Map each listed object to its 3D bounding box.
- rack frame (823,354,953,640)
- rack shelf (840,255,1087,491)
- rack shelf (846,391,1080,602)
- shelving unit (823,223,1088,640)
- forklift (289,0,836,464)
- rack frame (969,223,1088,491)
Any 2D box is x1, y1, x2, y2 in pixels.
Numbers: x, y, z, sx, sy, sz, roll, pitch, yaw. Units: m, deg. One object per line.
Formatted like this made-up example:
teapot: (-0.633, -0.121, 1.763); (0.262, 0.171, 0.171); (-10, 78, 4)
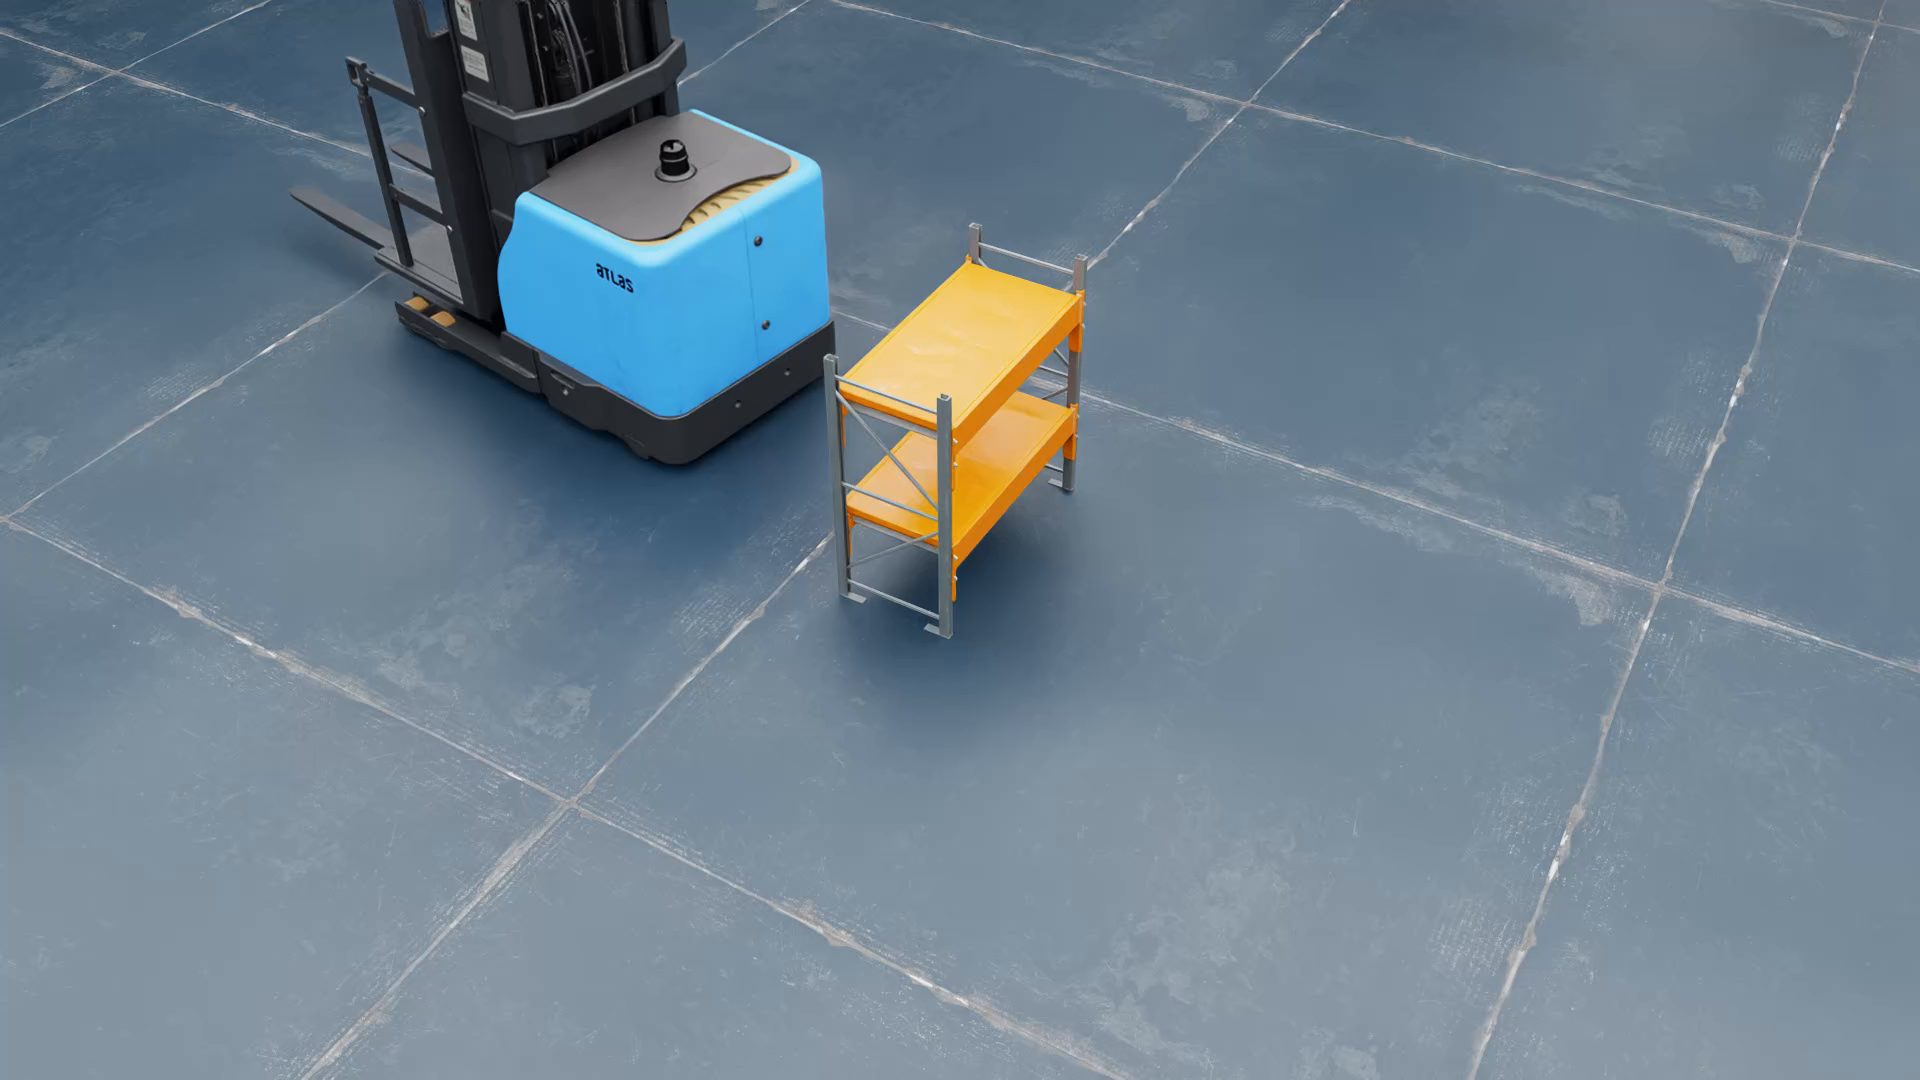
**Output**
rack frame: (-0.251, -0.135, 6.052); (0.500, 1.125, 0.032); (21, 45, 22)
rack shelf: (0.003, -0.646, 6.189); (0.538, 0.278, 1.000); (21, 45, 22)
rack shelf: (0.003, -0.243, 6.544); (0.538, 0.278, 1.000); (21, 45, 22)
shelving unit: (0.003, -0.426, 6.383); (0.538, 1.125, 1.048); (21, 45, 22)
forklift: (-2.021, -2.238, 7.074); (3.031, 2.935, 1.130); (29, 49, 28)
rack frame: (0.258, -0.717, 6.713); (0.500, 1.125, 0.032); (21, 45, 22)
